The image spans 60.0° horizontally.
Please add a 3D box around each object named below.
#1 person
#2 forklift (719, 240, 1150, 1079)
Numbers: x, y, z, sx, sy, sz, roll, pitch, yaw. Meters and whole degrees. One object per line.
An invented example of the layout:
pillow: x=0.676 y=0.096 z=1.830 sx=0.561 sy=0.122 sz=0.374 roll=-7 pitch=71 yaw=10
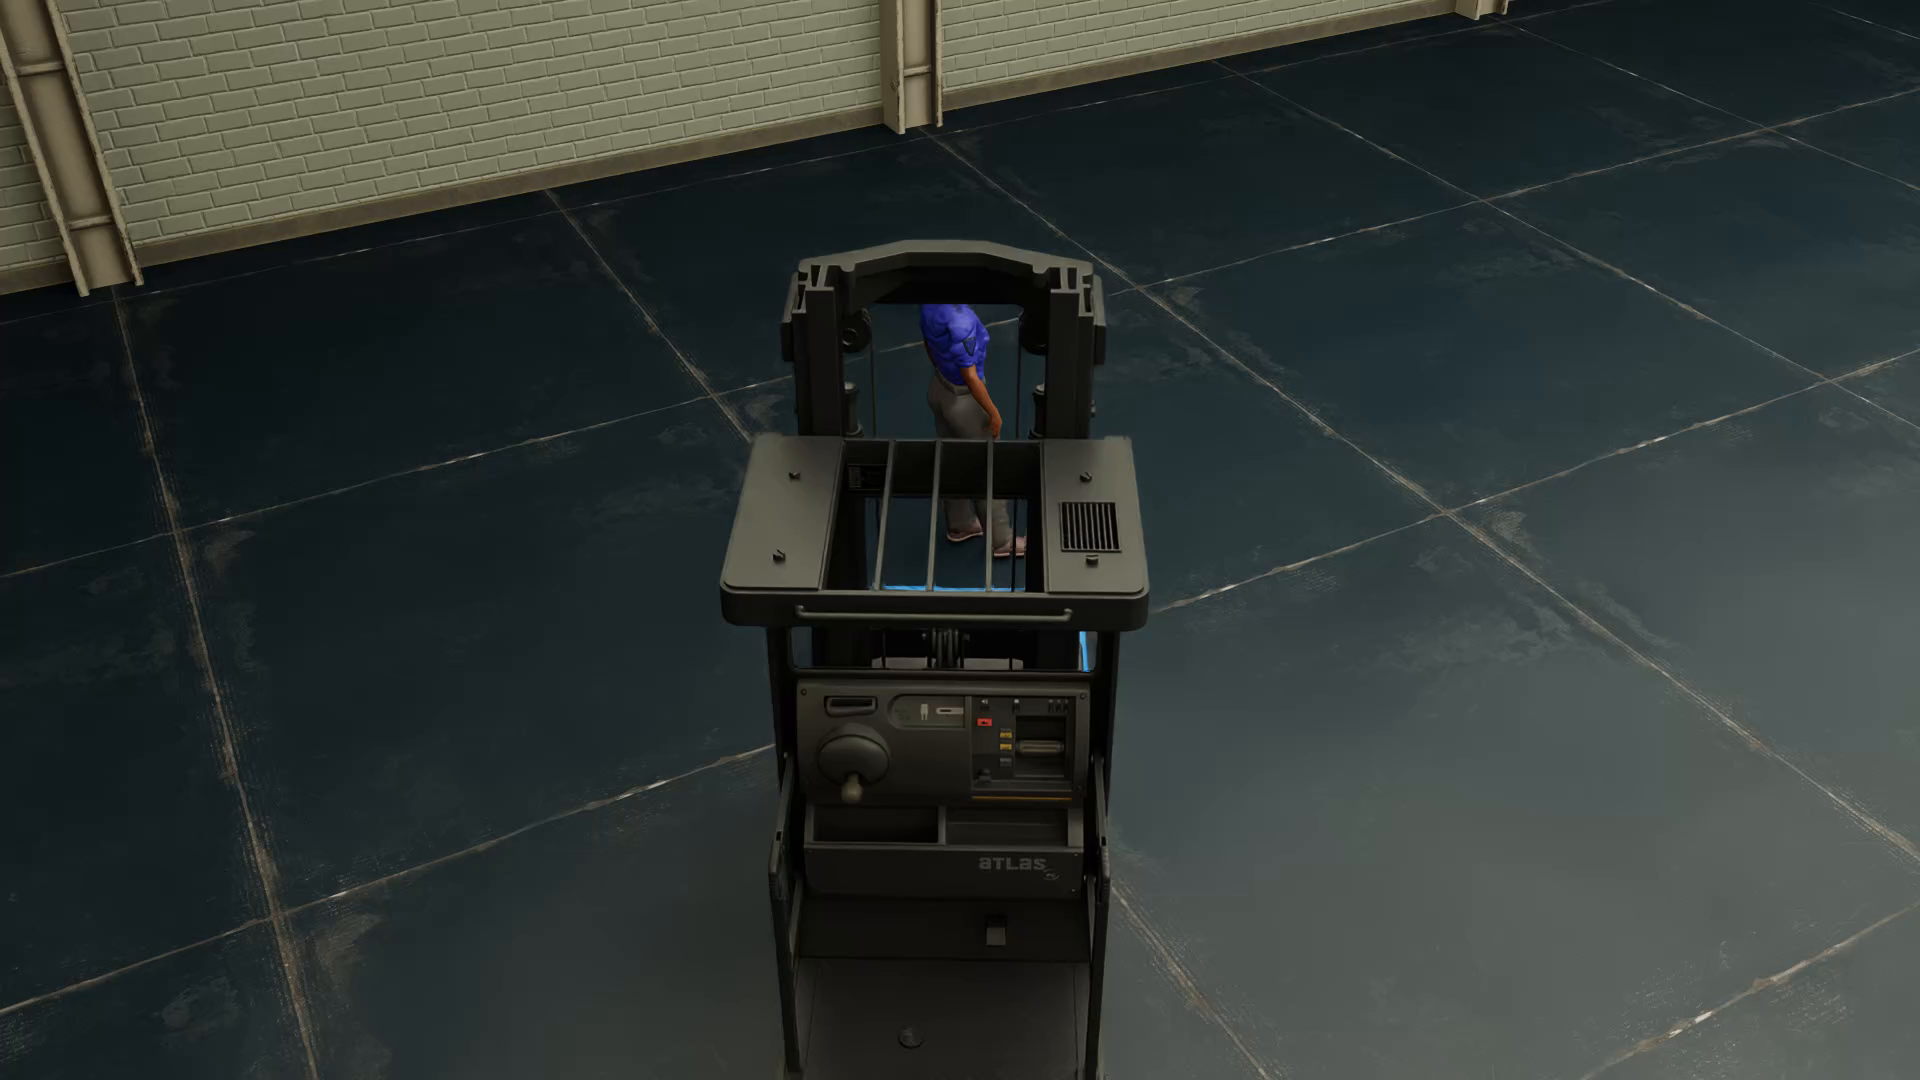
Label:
person: x=0.090 y=-0.696 z=8.202 sx=0.496 sy=1.656 sz=0.570 roll=-17 pitch=39 yaw=-23
forklift: x=-0.057 y=0.709 z=5.120 sx=1.130 sy=2.935 sz=3.031 roll=1 pitch=35 yaw=1
